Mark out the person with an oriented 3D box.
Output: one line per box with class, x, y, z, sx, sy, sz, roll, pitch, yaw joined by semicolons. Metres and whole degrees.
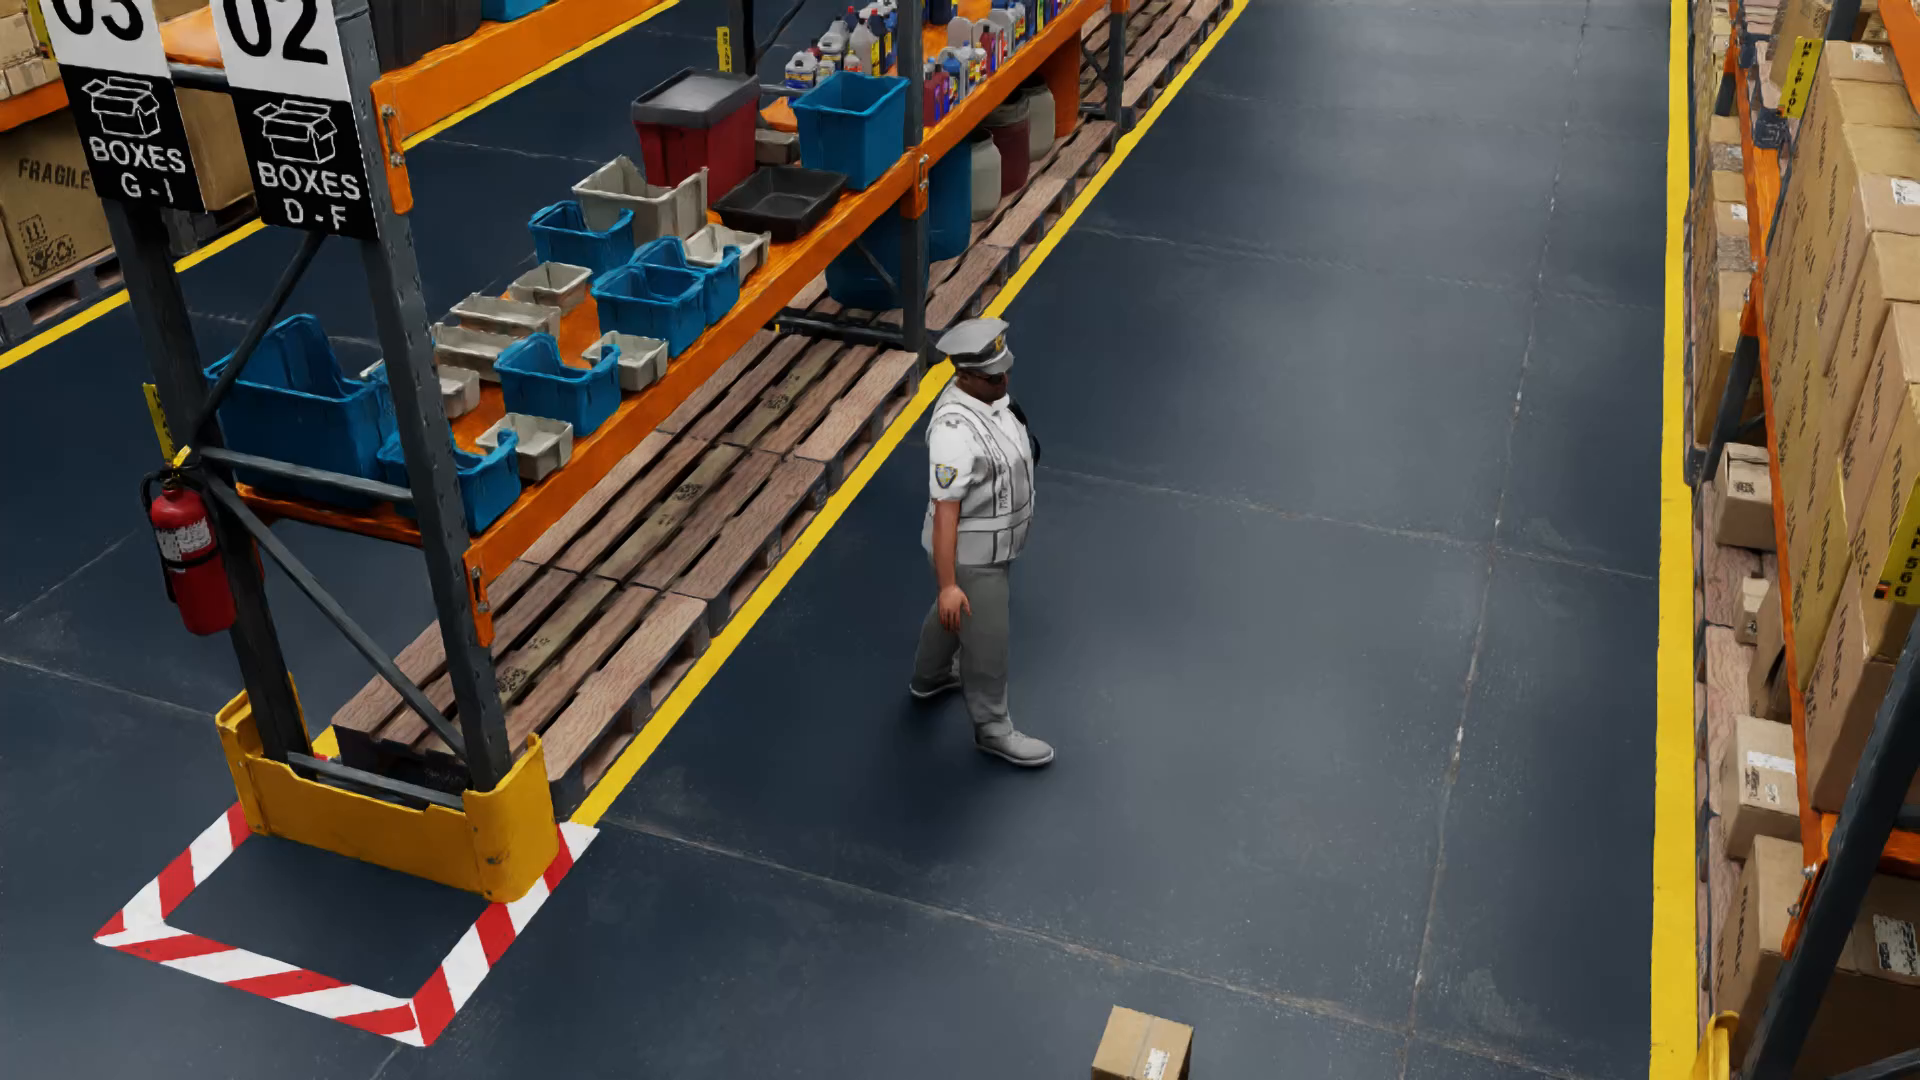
person;0.078;0.018;6.093;0.640;1.738;0.762;7;34;10
